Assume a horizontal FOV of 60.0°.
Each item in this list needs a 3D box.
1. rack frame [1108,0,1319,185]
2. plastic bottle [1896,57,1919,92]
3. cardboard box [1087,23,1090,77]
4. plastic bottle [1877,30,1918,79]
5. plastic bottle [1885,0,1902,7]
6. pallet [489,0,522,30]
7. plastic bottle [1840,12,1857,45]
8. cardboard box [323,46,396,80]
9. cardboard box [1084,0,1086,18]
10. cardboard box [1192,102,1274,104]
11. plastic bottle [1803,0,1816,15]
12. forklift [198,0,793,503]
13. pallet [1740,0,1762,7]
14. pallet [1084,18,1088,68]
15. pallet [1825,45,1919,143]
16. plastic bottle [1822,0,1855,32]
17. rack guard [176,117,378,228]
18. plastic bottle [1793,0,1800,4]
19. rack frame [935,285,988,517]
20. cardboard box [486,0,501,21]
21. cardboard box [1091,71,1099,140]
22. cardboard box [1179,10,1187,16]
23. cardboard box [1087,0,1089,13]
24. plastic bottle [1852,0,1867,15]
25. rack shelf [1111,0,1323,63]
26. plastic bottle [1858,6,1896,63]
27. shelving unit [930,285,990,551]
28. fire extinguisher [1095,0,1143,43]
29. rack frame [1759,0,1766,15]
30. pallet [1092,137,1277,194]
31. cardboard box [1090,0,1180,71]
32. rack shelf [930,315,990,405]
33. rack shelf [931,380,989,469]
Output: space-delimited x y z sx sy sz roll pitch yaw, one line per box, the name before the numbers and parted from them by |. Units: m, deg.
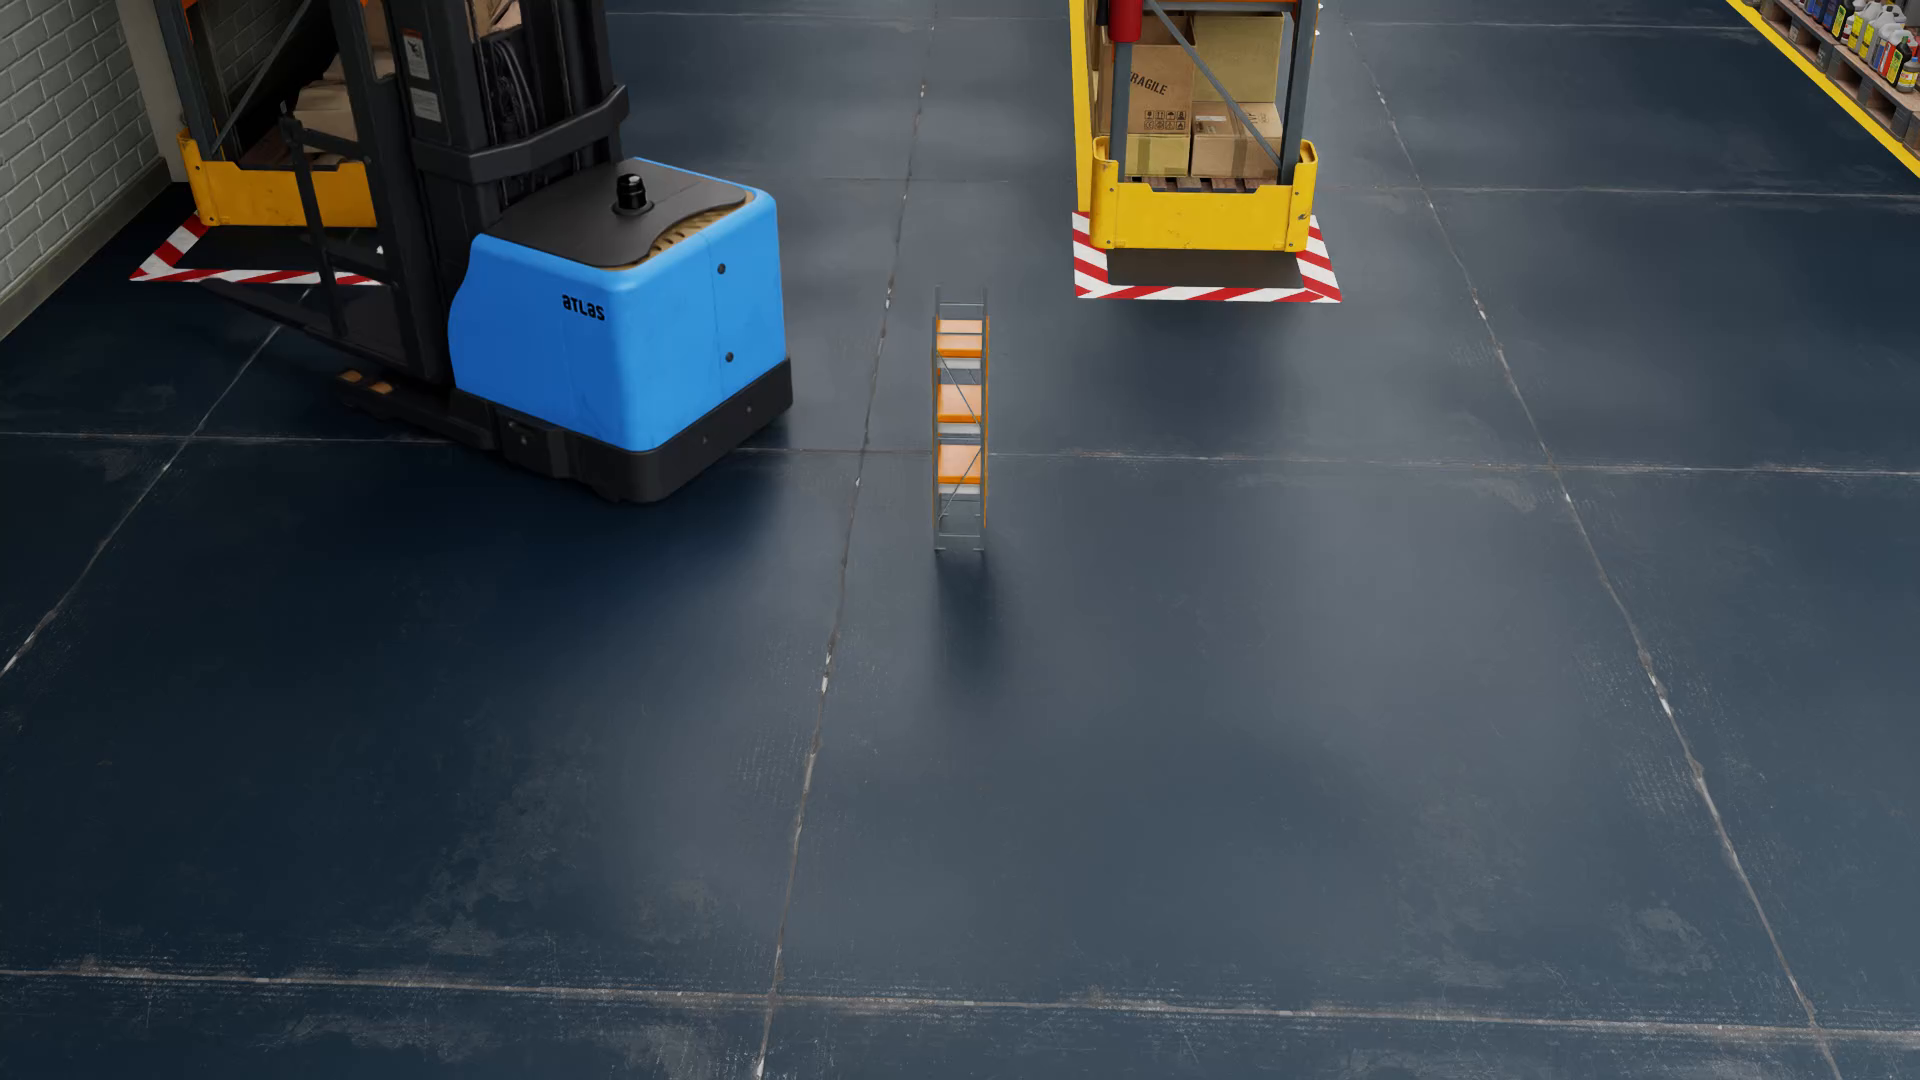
rack frame | 1.298 -2.904 8.273 1.000 3.000 0.127 1 35 2
plastic bottle | 5.883 -2.888 10.301 0.097 0.201 0.097 0 35 0
cardboard box | 1.072 -3.128 10.618 0.500 0.250 0.500 1 35 2
plastic bottle | 5.920 -3.062 10.485 0.152 0.276 0.135 2 35 2
plastic bottle | 6.526 -3.808 11.481 0.144 0.351 0.185 1 35 2
pallet | -3.483 -3.787 11.954 1.003 0.211 1.213 1 35 2
plastic bottle | 5.918 -3.396 11.024 0.097 0.201 0.097 0 35 0
cardboard box | -3.511 -2.819 10.108 0.500 0.311 0.500 4 35 6
cardboard box | 1.112 -3.702 11.435 0.500 0.250 0.500 1 35 2
cardboard box | 1.558 -2.541 9.783 0.500 0.250 0.500 1 35 2
plastic bottle | 5.971 -3.792 11.523 0.152 0.276 0.135 3 35 4
forklift | -2.278 -1.984 7.024 3.031 2.935 1.130 20 40 25
pallet | 6.400 -4.397 12.822 1.003 0.211 1.213 1 35 2
pallet | 1.385 -3.605 11.696 1.003 0.211 1.213 1 35 2
pallet | 6.293 -2.857 10.631 1.003 0.211 1.213 1 35 2
plastic bottle | 5.953 -3.619 11.212 0.144 0.351 0.185 0 35 0
rack guard | -3.649 -2.037 9.214 1.175 0.500 0.348 1 35 2
plastic bottle | 5.953 -3.889 11.726 0.097 0.201 0.097 0 35 0
rack frame | 0.007 -0.530 6.592 0.200 1.050 0.008 1 35 2
cardboard box | -3.493 -3.874 11.445 0.500 0.500 0.500 -1 35 -2
cardboard box | 1.032 -2.553 9.800 0.500 0.250 0.500 1 35 2
cardboard box | 1.567 -3.135 9.976 0.500 0.500 0.500 1 35 2
cardboard box | 1.087 -3.722 10.811 0.500 0.500 0.500 1 35 2
plastic bottle | 5.985 -3.501 11.113 0.097 0.271 0.097 0 35 0
rack shelf | 1.378 -3.759 10.115 1.077 0.370 4.000 1 35 2
plastic bottle | 5.929 -3.268 10.712 0.144 0.351 0.185 3 35 4
shelving unit | 0.002 -0.460 6.492 0.215 1.050 0.252 1 35 2
fire extinguisher | 0.829 -2.815 8.214 0.296 0.674 0.183 1 35 2
rack frame | 6.408 -5.085 11.377 1.000 3.000 0.127 1 35 2
pallet | 1.287 -2.203 9.701 1.003 0.211 1.213 1 35 2
cardboard box | 1.048 -3.147 9.993 0.500 0.500 0.500 1 35 2
rack shelf | 0.002 -0.684 6.335 0.215 0.259 0.240 1 35 2
rack shelf | 0.002 -0.452 6.498 0.215 0.259 0.240 1 35 2
